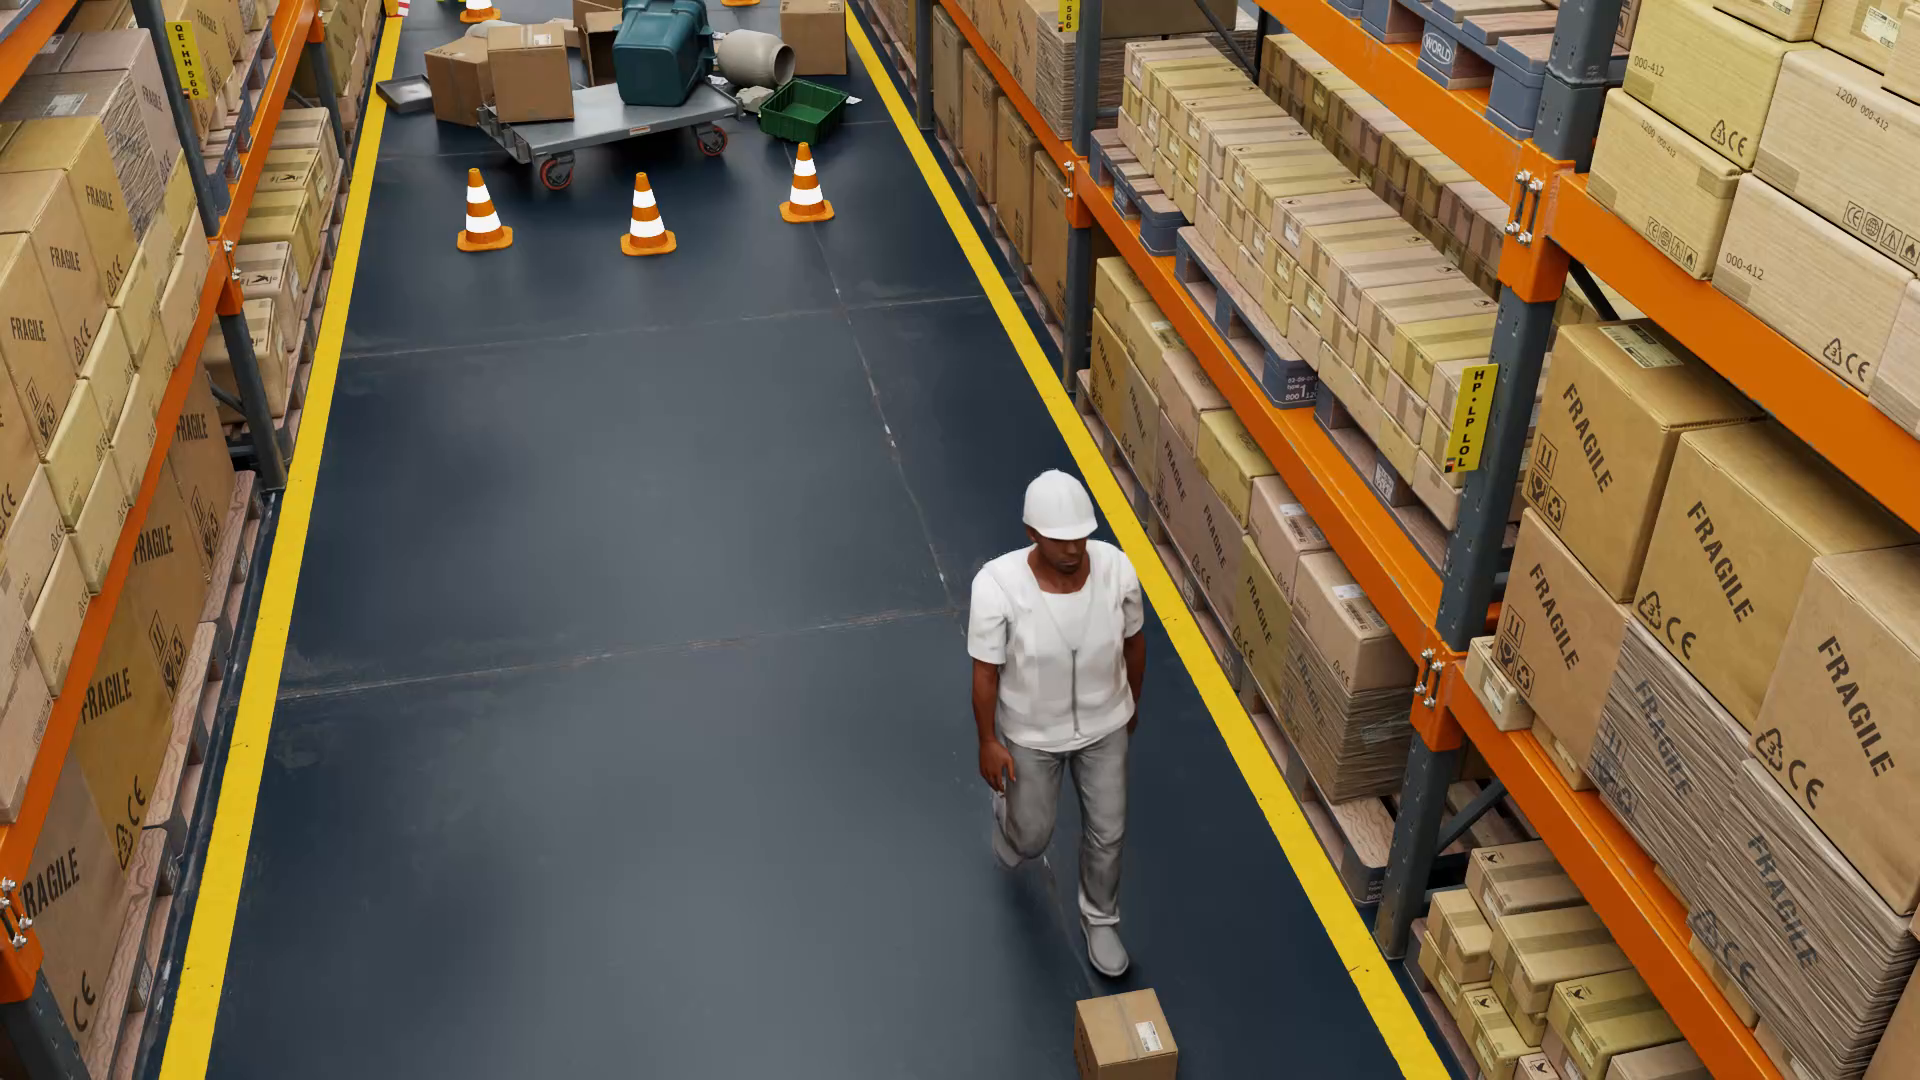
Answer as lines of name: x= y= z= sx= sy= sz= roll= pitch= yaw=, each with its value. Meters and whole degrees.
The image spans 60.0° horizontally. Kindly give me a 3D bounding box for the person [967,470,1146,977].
person: x=0.317 y=0.563 z=5.285 sx=0.588 sy=1.746 sz=0.735 roll=-6 pitch=35 yaw=-9
